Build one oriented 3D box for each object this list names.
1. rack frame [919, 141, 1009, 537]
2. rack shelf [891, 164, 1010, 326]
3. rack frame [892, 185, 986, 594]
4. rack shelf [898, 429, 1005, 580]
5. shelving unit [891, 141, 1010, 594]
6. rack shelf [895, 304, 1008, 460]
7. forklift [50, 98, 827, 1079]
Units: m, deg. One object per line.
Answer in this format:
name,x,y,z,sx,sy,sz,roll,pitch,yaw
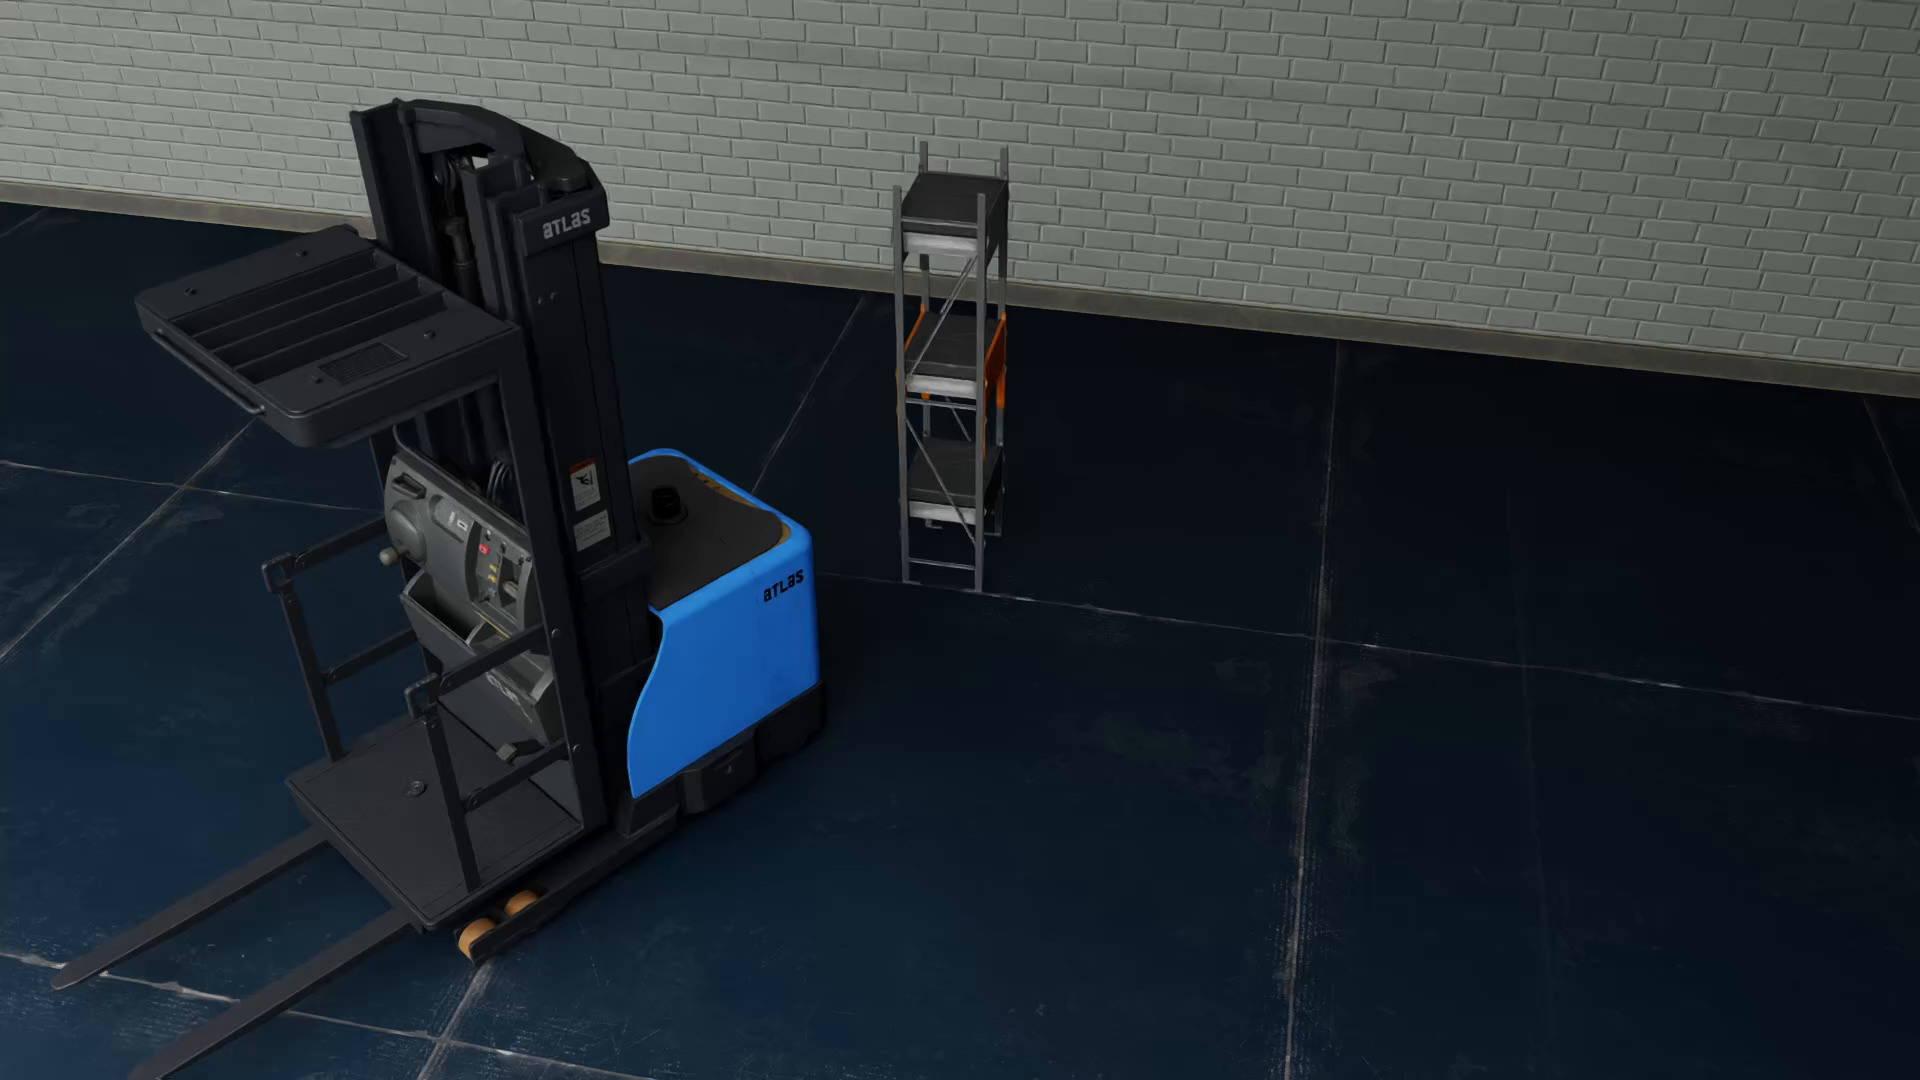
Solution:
rack frame,0.017,-0.895,7.966,0.400,2.100,0.015,7,37,10
rack shelf,-0.035,-1.311,7.370,0.431,0.518,0.480,7,37,10
rack frame,-0.087,-0.615,7.580,0.400,2.100,0.015,7,37,10
rack shelf,-0.035,-0.177,8.192,0.431,0.518,0.480,7,37,10
shelving unit,-0.035,-0.755,7.773,0.431,2.100,0.503,7,37,10
rack shelf,-0.035,-0.744,7.781,0.431,0.518,0.480,7,37,10
forklift,-1.970,0.073,5.922,1.130,2.935,3.031,30,45,34
